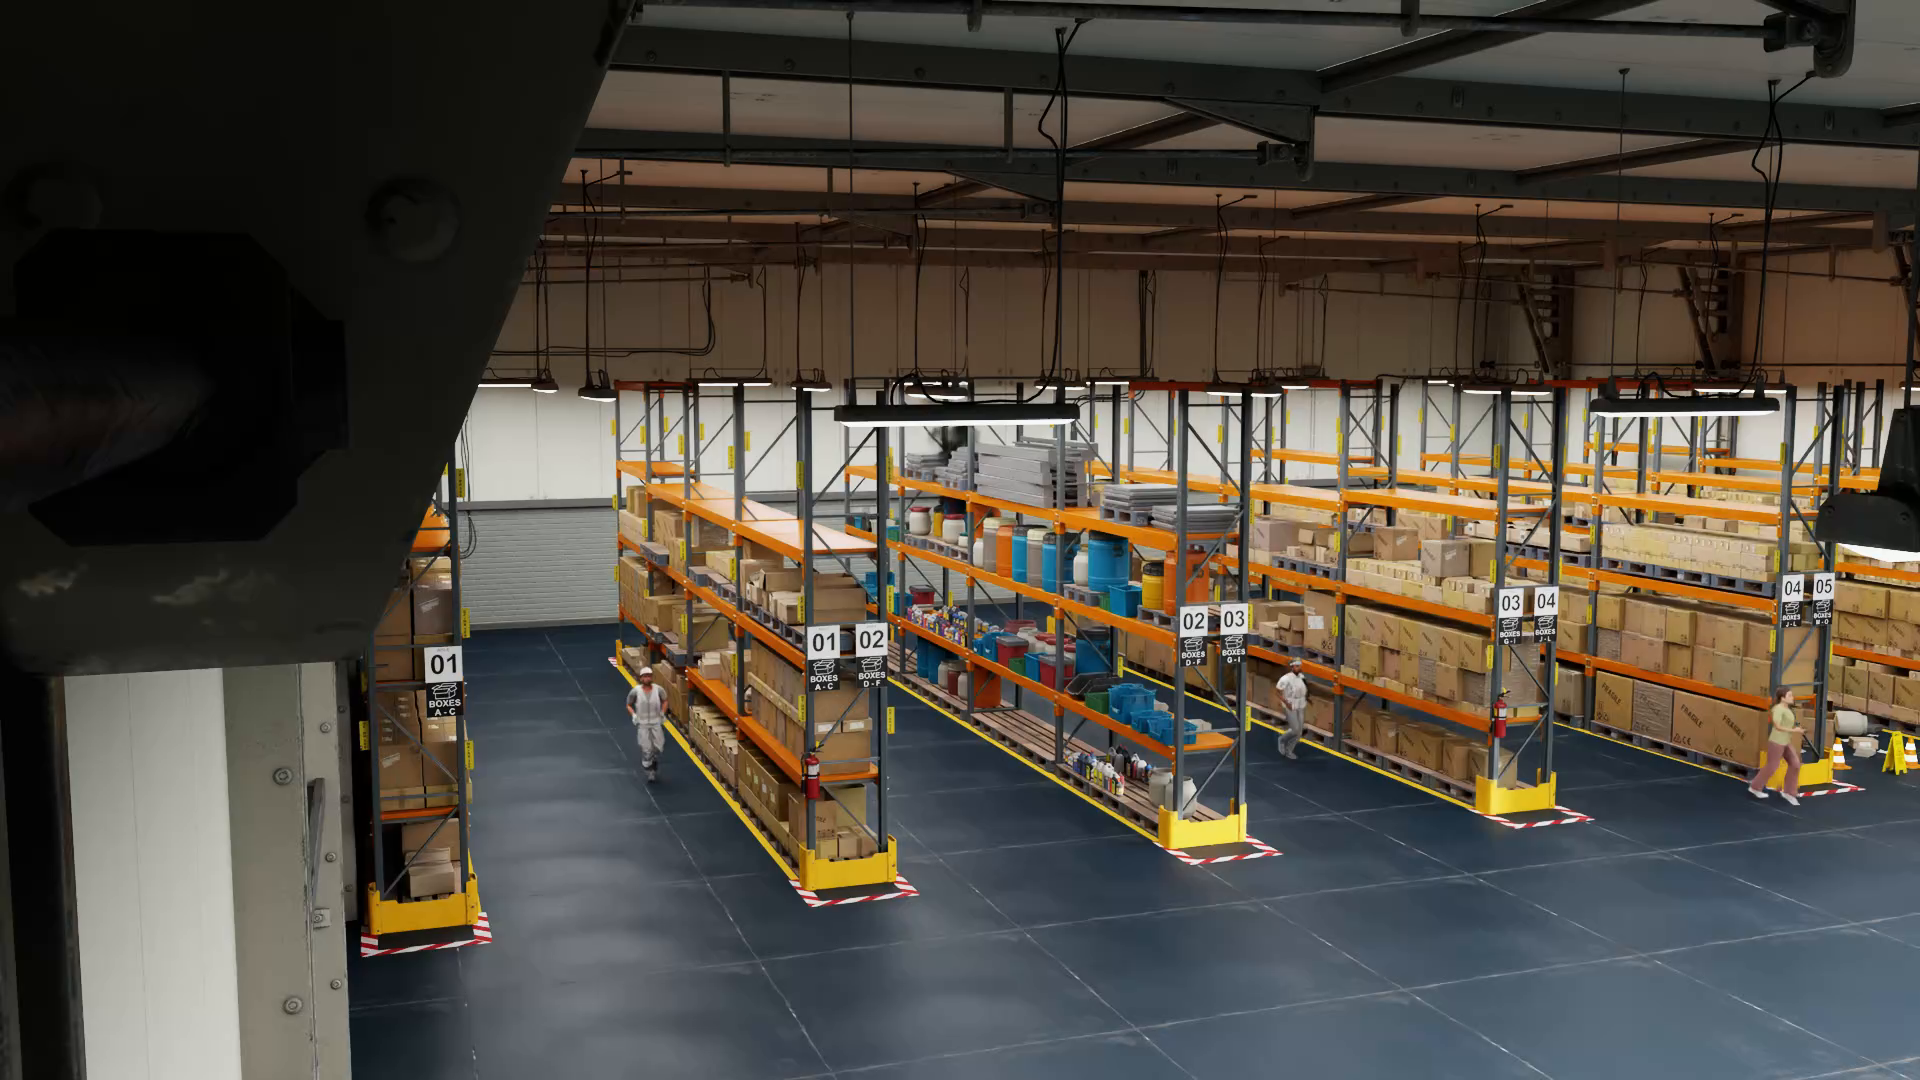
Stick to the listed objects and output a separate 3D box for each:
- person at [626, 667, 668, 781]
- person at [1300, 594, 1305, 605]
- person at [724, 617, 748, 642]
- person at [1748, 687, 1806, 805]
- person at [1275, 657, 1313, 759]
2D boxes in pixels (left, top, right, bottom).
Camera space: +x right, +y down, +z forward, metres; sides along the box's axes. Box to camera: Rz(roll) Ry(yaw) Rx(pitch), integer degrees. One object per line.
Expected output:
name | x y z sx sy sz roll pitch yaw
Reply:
person | -4.740 2.791 25.290 0.636 1.741 0.586 -2 6 -17
person | 8.906 1.000 42.026 0.838 1.843 0.664 -2 6 -20
person | -4.848 1.797 35.486 0.645 1.604 0.685 -5 8 -37
person | 11.821 2.989 24.025 0.732 1.710 0.596 5 8 42
person | 5.377 2.690 26.647 0.553 1.654 0.543 -4 7 -30
